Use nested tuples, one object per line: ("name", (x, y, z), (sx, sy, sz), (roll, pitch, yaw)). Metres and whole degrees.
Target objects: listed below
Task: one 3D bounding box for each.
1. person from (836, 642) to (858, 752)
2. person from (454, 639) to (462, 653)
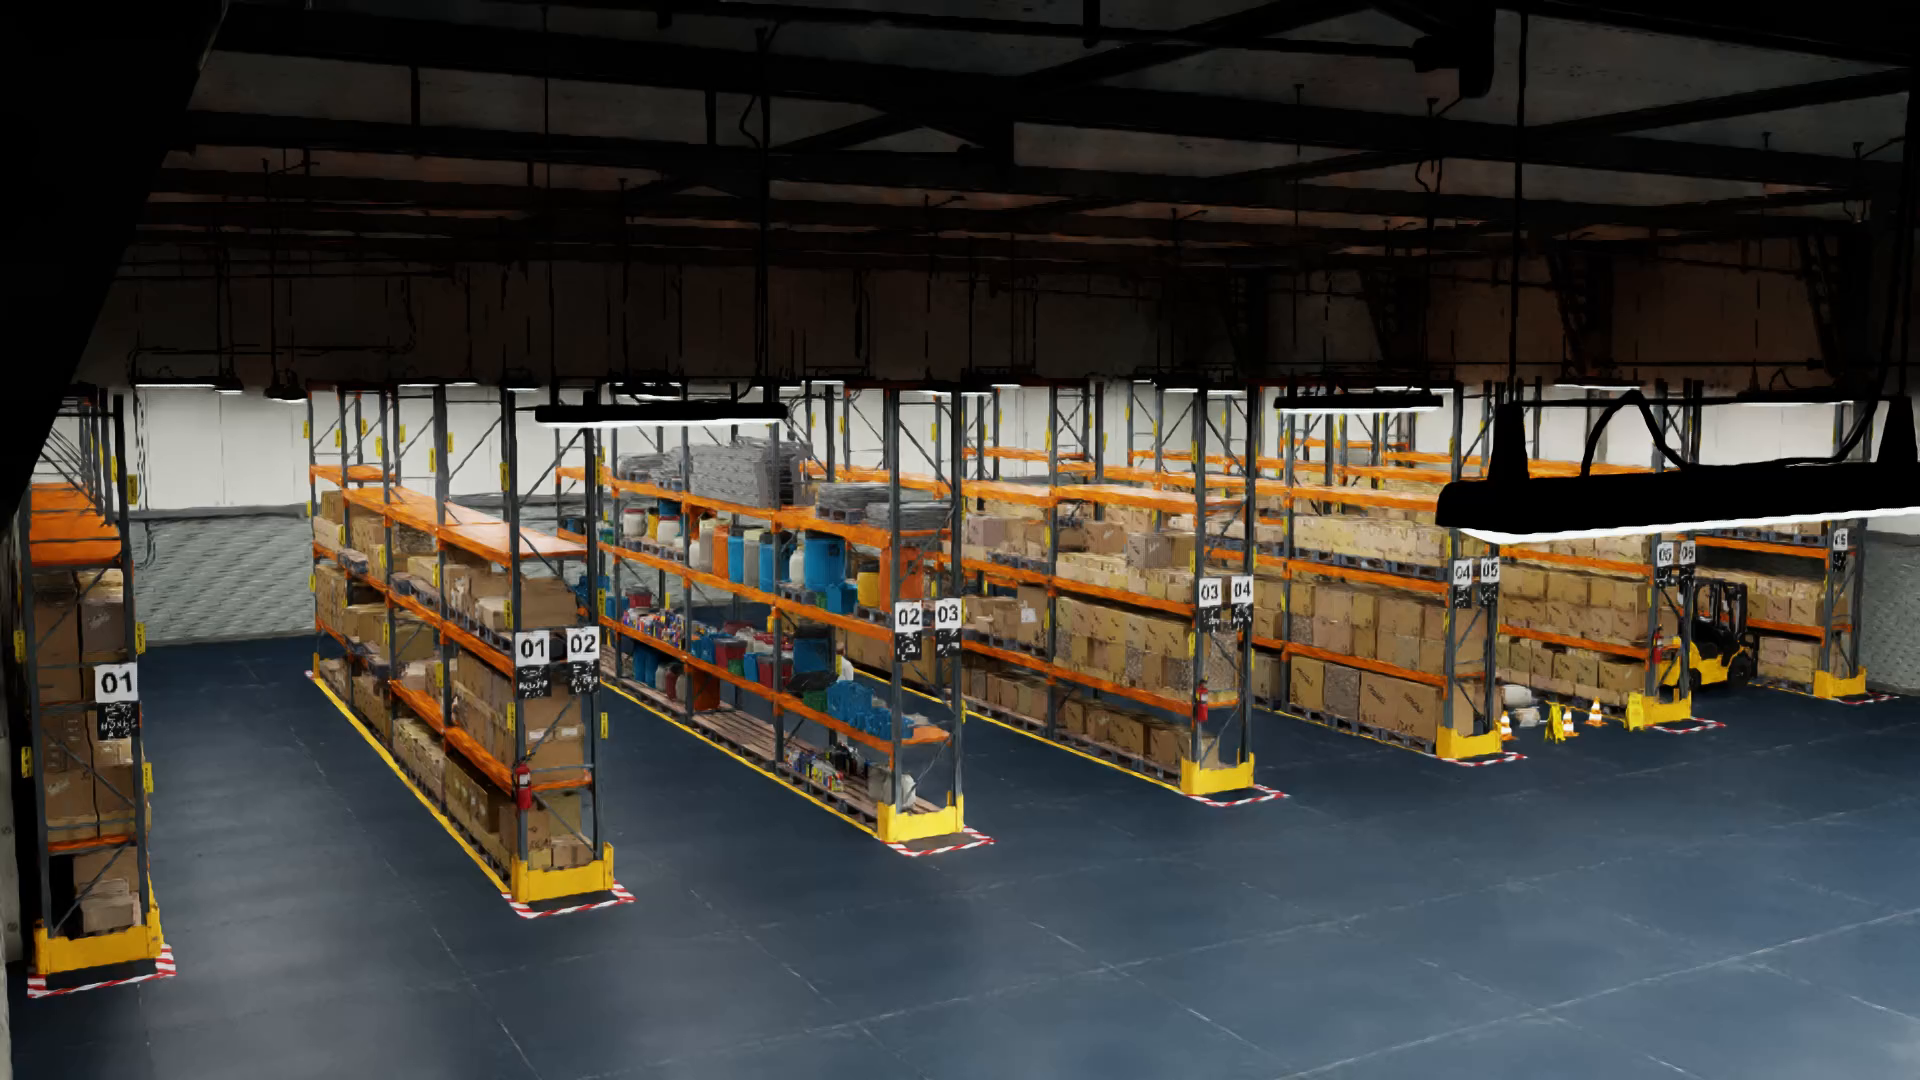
("person", (-1.931, 2.543, 27.130), (0.652, 1.790, 0.522), (5, 8, 38))
("person", (-10.152, 1.961, 33.591), (0.639, 1.628, 0.496), (-4, 7, -31))
